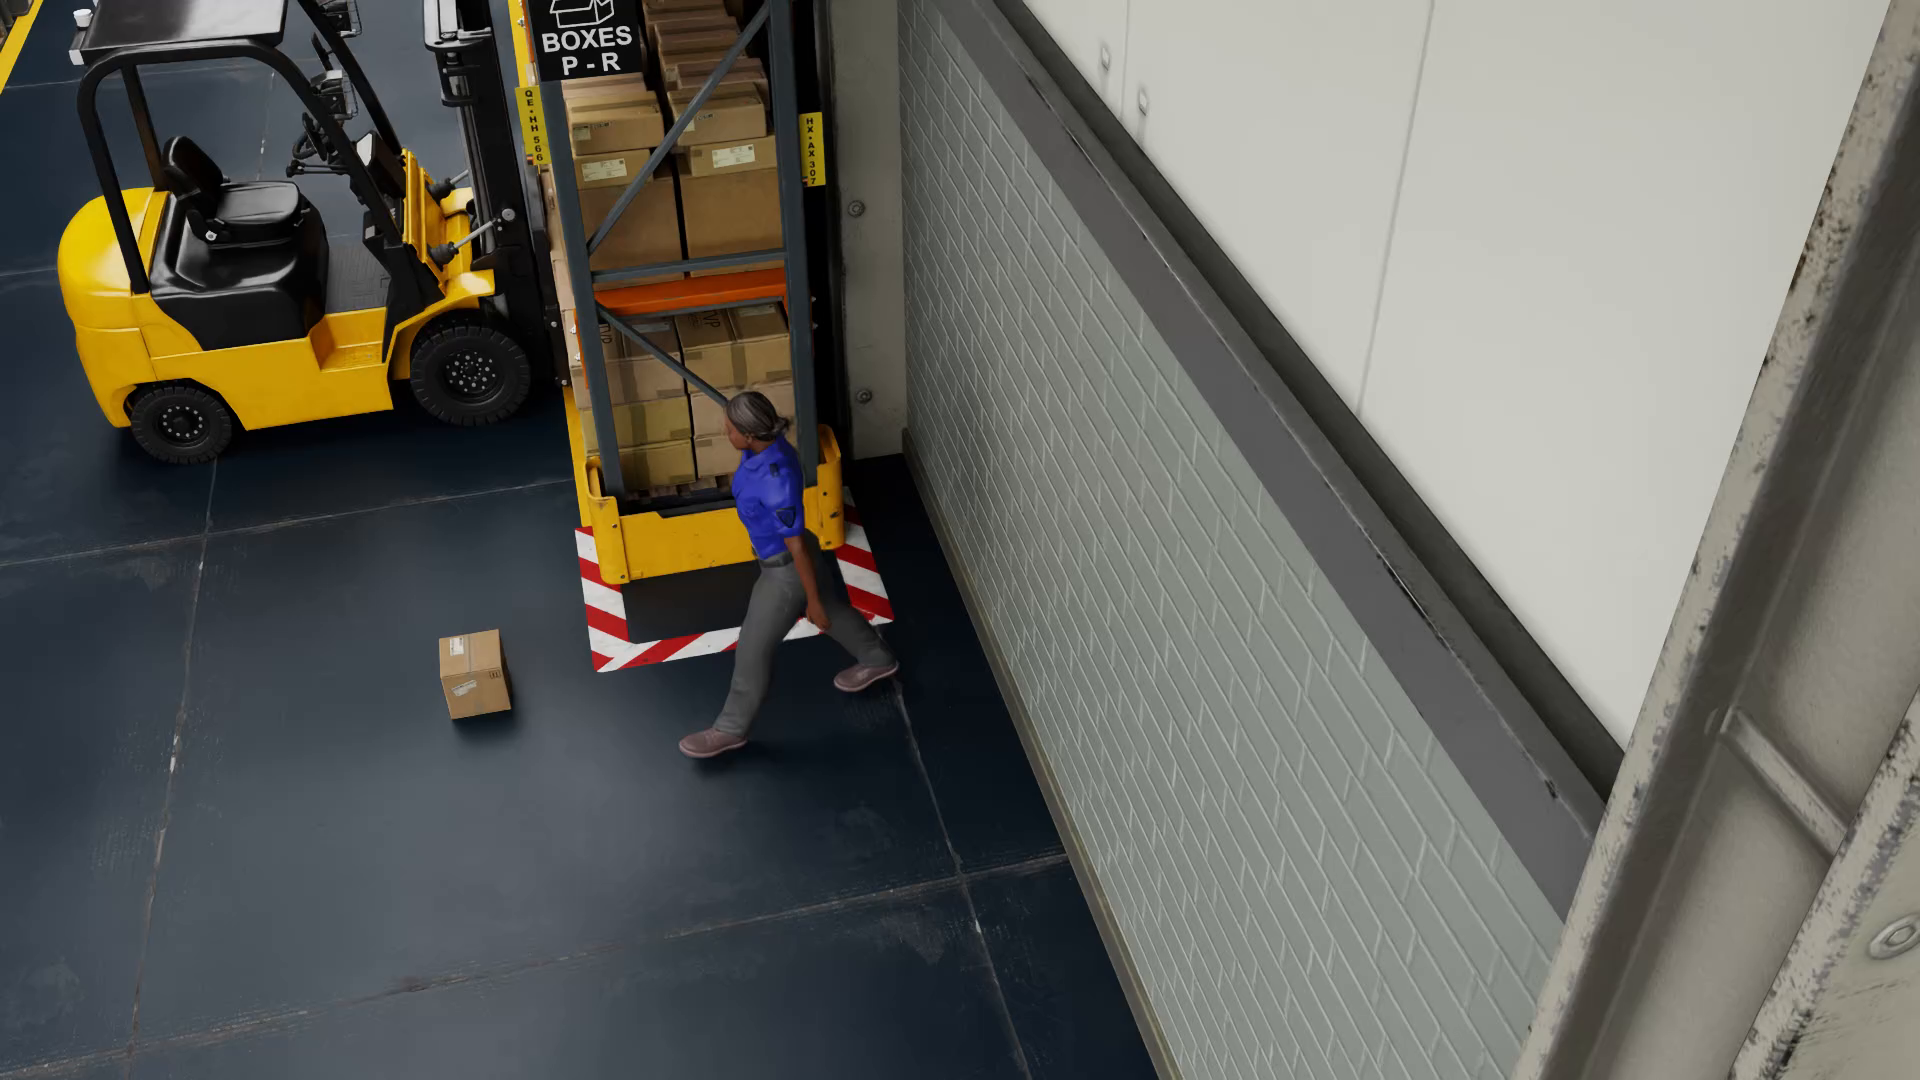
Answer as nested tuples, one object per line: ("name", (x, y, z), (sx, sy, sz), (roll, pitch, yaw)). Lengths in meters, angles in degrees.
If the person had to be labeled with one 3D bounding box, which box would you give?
("person", (-0.717, 0.104, 6.595), (0.969, 1.605, 0.520), (-7, 39, -9))
